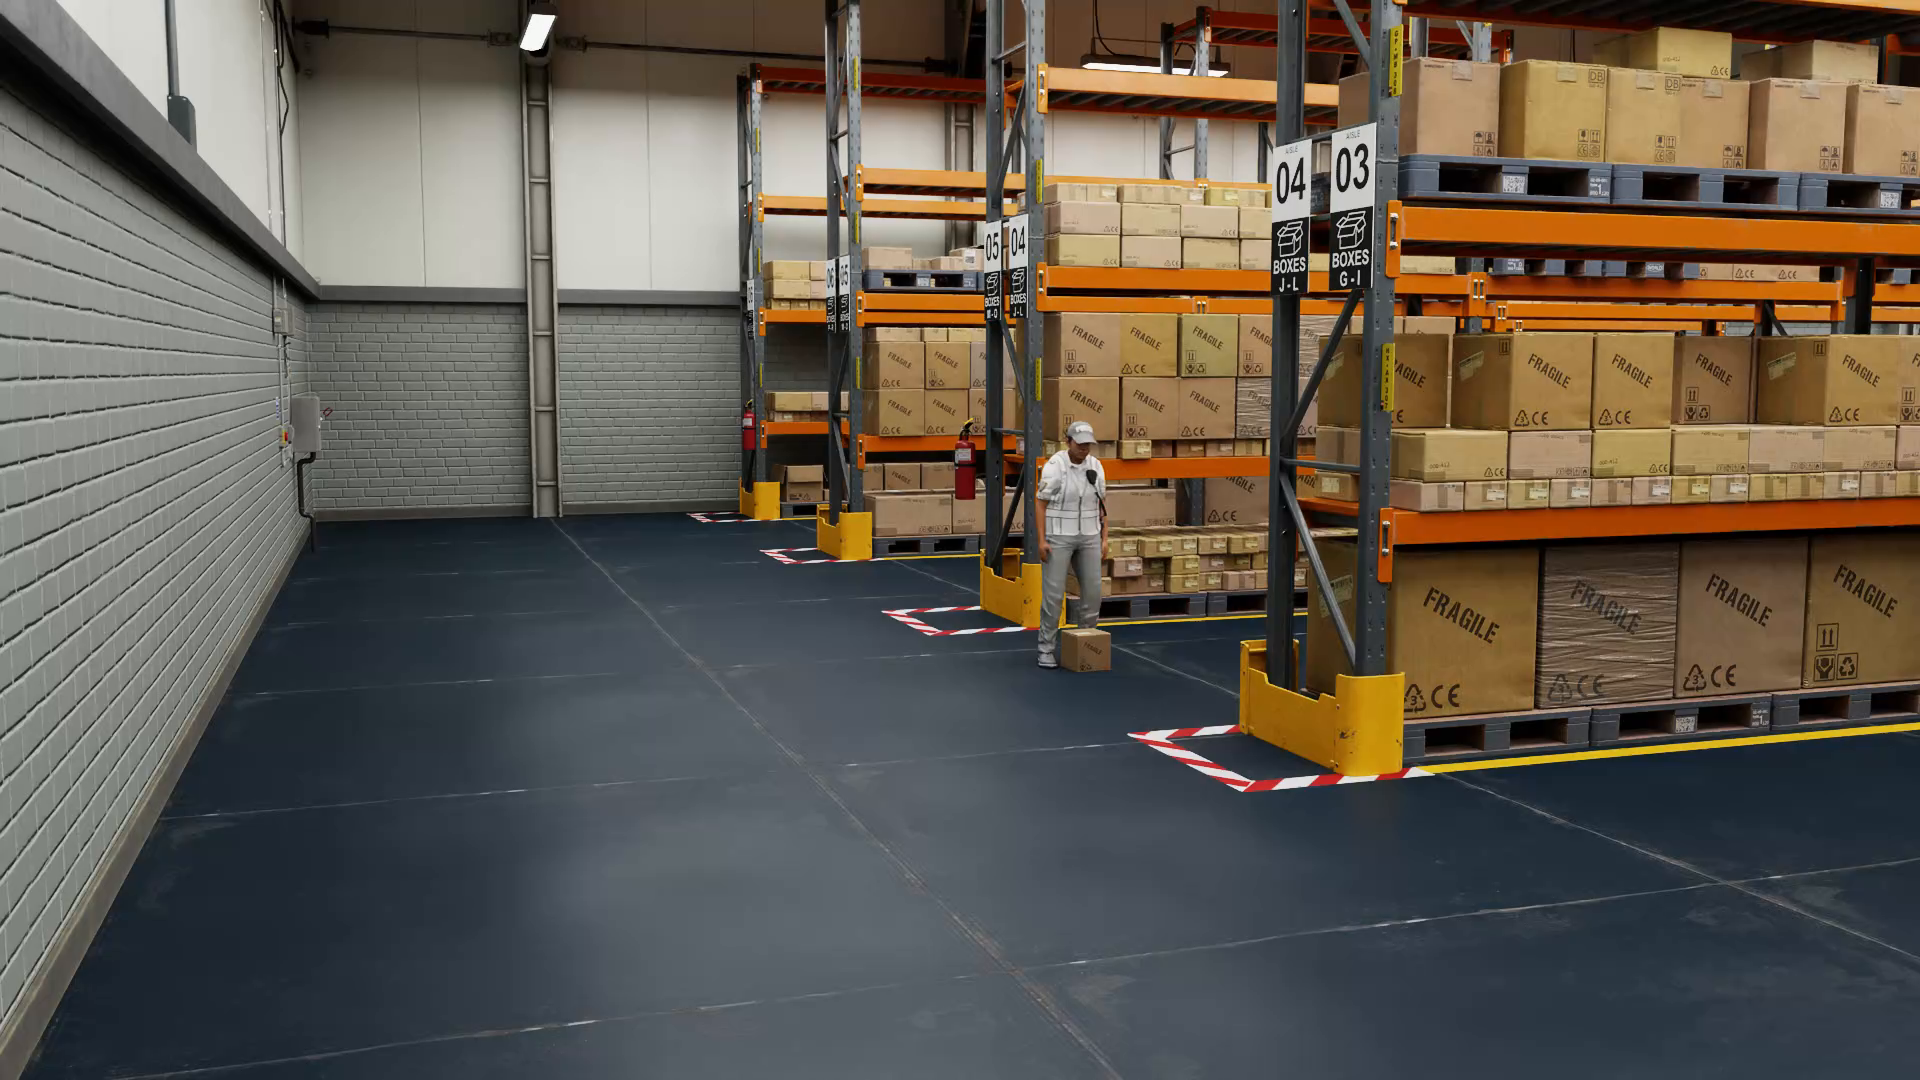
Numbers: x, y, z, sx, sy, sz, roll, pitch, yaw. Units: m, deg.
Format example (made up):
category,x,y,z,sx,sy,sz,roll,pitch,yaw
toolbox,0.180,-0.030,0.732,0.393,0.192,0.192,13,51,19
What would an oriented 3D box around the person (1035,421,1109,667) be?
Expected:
category,x,y,z,sx,sy,sz,roll,pitch,yaw
person,0.769,0.019,11.355,0.537,1.666,0.467,-2,6,-18
